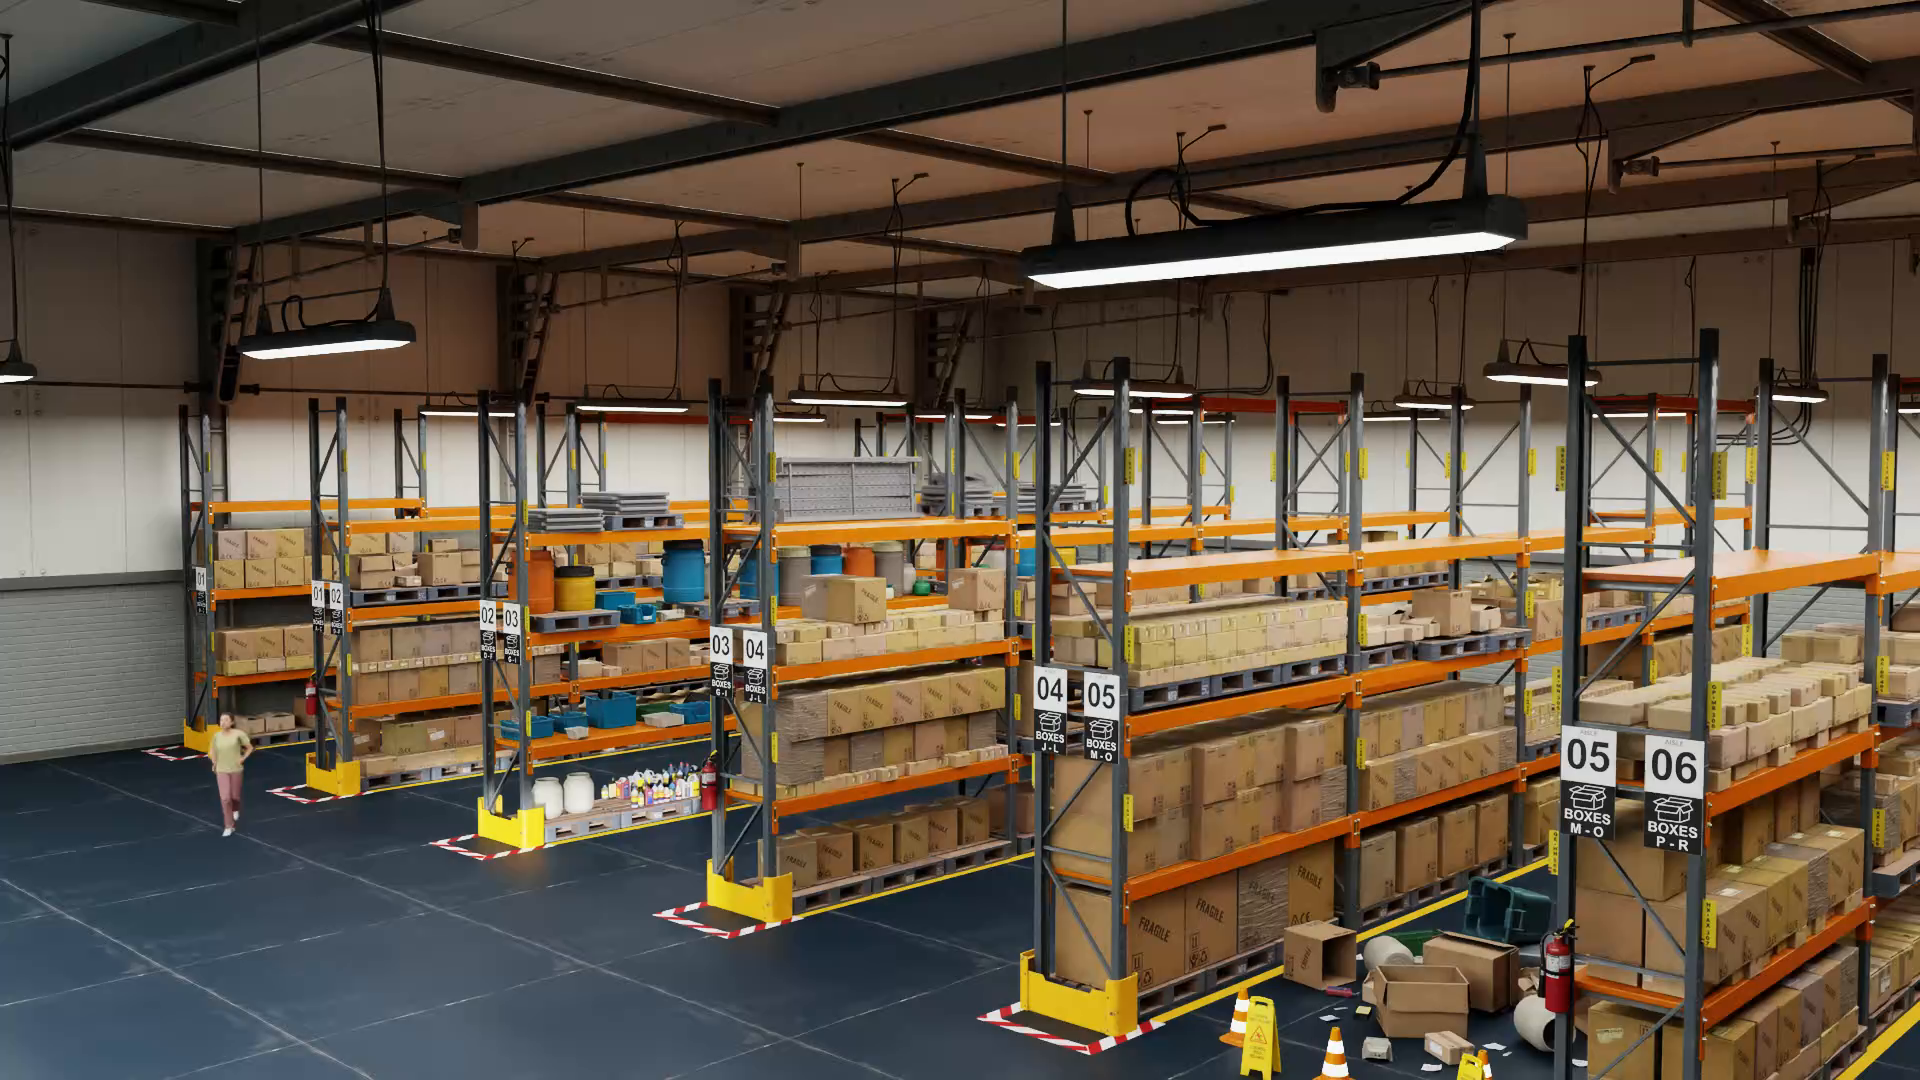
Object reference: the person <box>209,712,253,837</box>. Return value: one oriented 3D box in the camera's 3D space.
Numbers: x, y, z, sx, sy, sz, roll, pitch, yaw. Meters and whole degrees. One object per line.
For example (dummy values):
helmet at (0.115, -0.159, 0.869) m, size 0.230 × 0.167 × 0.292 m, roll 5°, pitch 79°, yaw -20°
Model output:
person at (-9.941, 3.158, 22.665) m, size 0.575 × 1.654 × 0.710 m, roll -1°, pitch 3°, yaw -11°
